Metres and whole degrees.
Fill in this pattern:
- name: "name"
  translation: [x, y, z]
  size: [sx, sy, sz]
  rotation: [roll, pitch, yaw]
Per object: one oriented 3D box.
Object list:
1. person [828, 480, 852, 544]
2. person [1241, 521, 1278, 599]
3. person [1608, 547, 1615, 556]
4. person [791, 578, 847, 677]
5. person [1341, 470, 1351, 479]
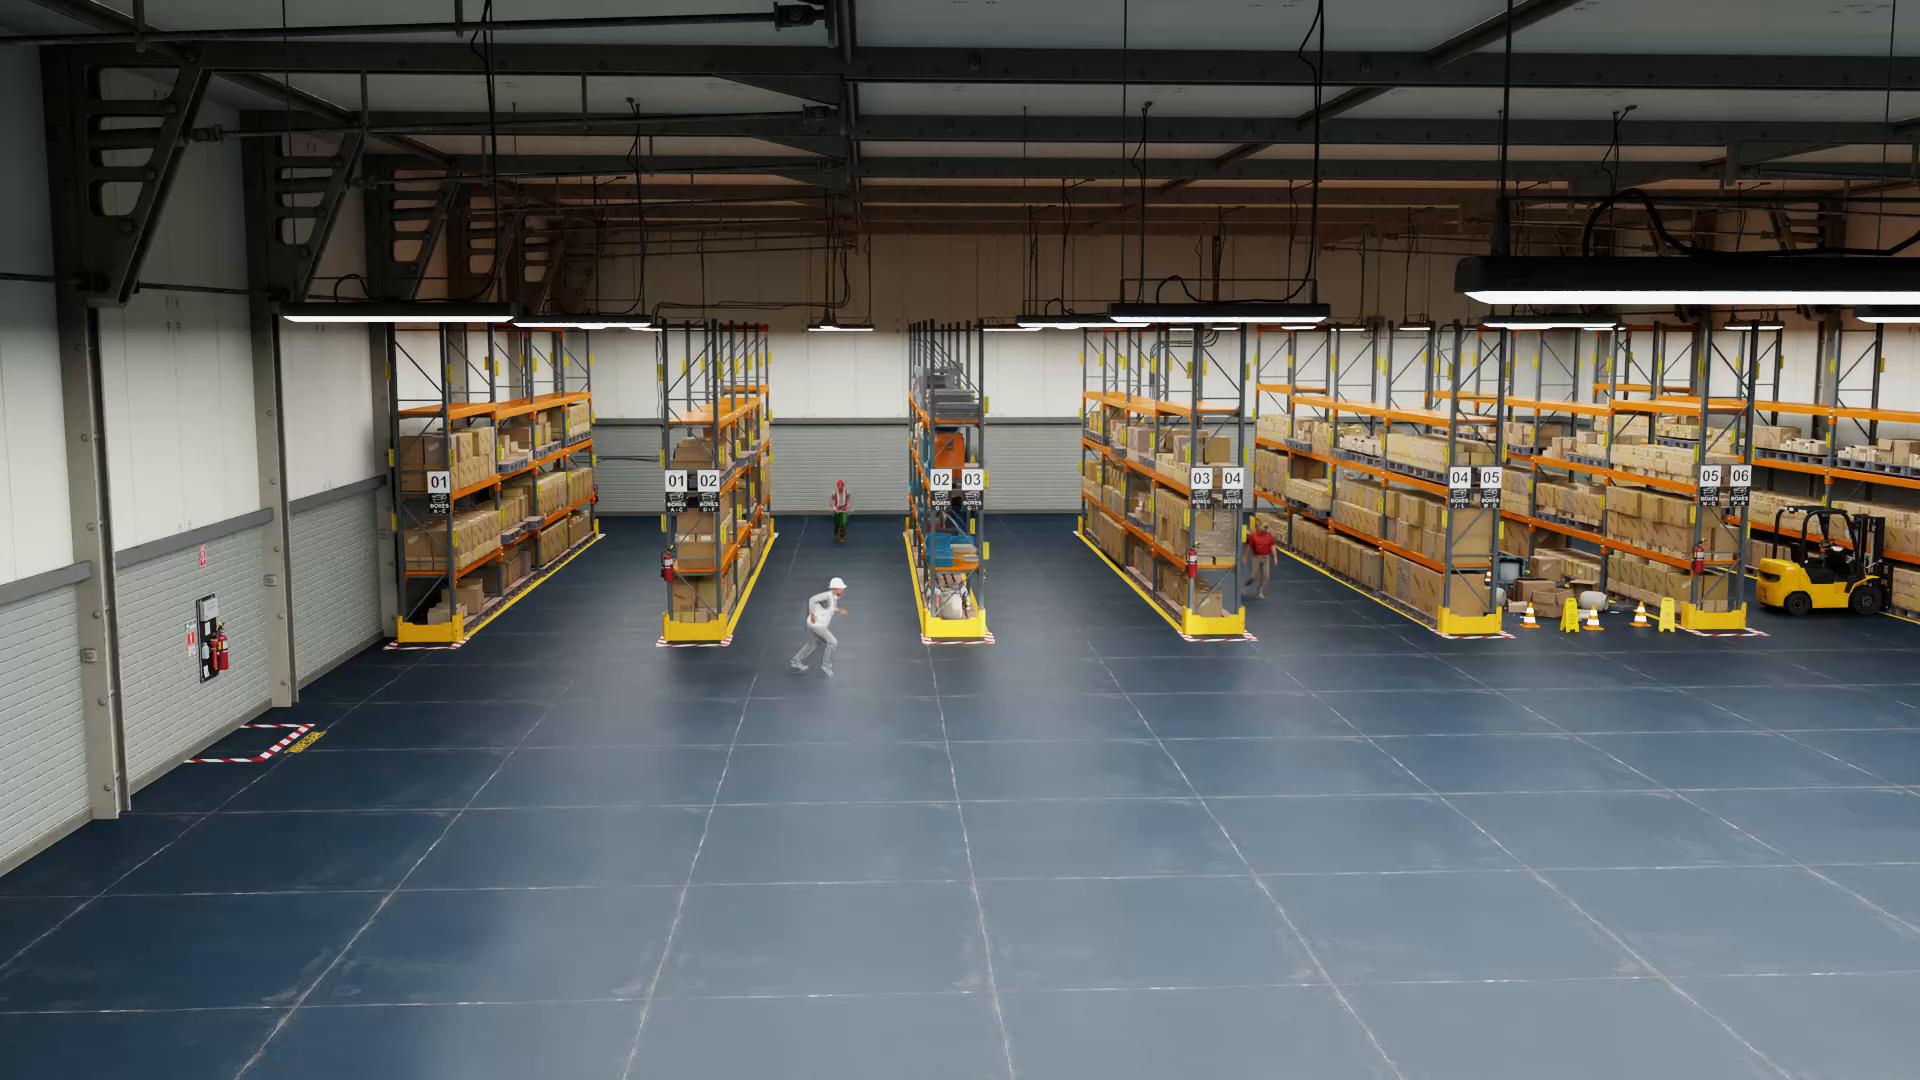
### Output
- name: "person"
  translation: [-3.320, -0.795, 45.848]
  size: [0.661, 1.740, 0.823]
  rotation: [-2, 7, -13]
- name: "person"
  translation: [6.490, 0.416, 36.180]
  size: [0.711, 1.689, 0.680]
  rotation: [-1, 7, -7]
- name: "person"
  translation: [16.992, -0.344, 42.830]
  size: [0.608, 1.601, 0.717]
  rotation: [-3, 8, -26]
- name: "person"
  translation: [-2.383, 1.480, 27.933]
  size: [1.005, 1.718, 0.702]
  rotation: [2, 7, 14]
- name: "person"
  translation: [11.622, -1.261, 49.769]
  size: [0.874, 1.695, 0.608]
  rotation: [-3, 8, -21]
